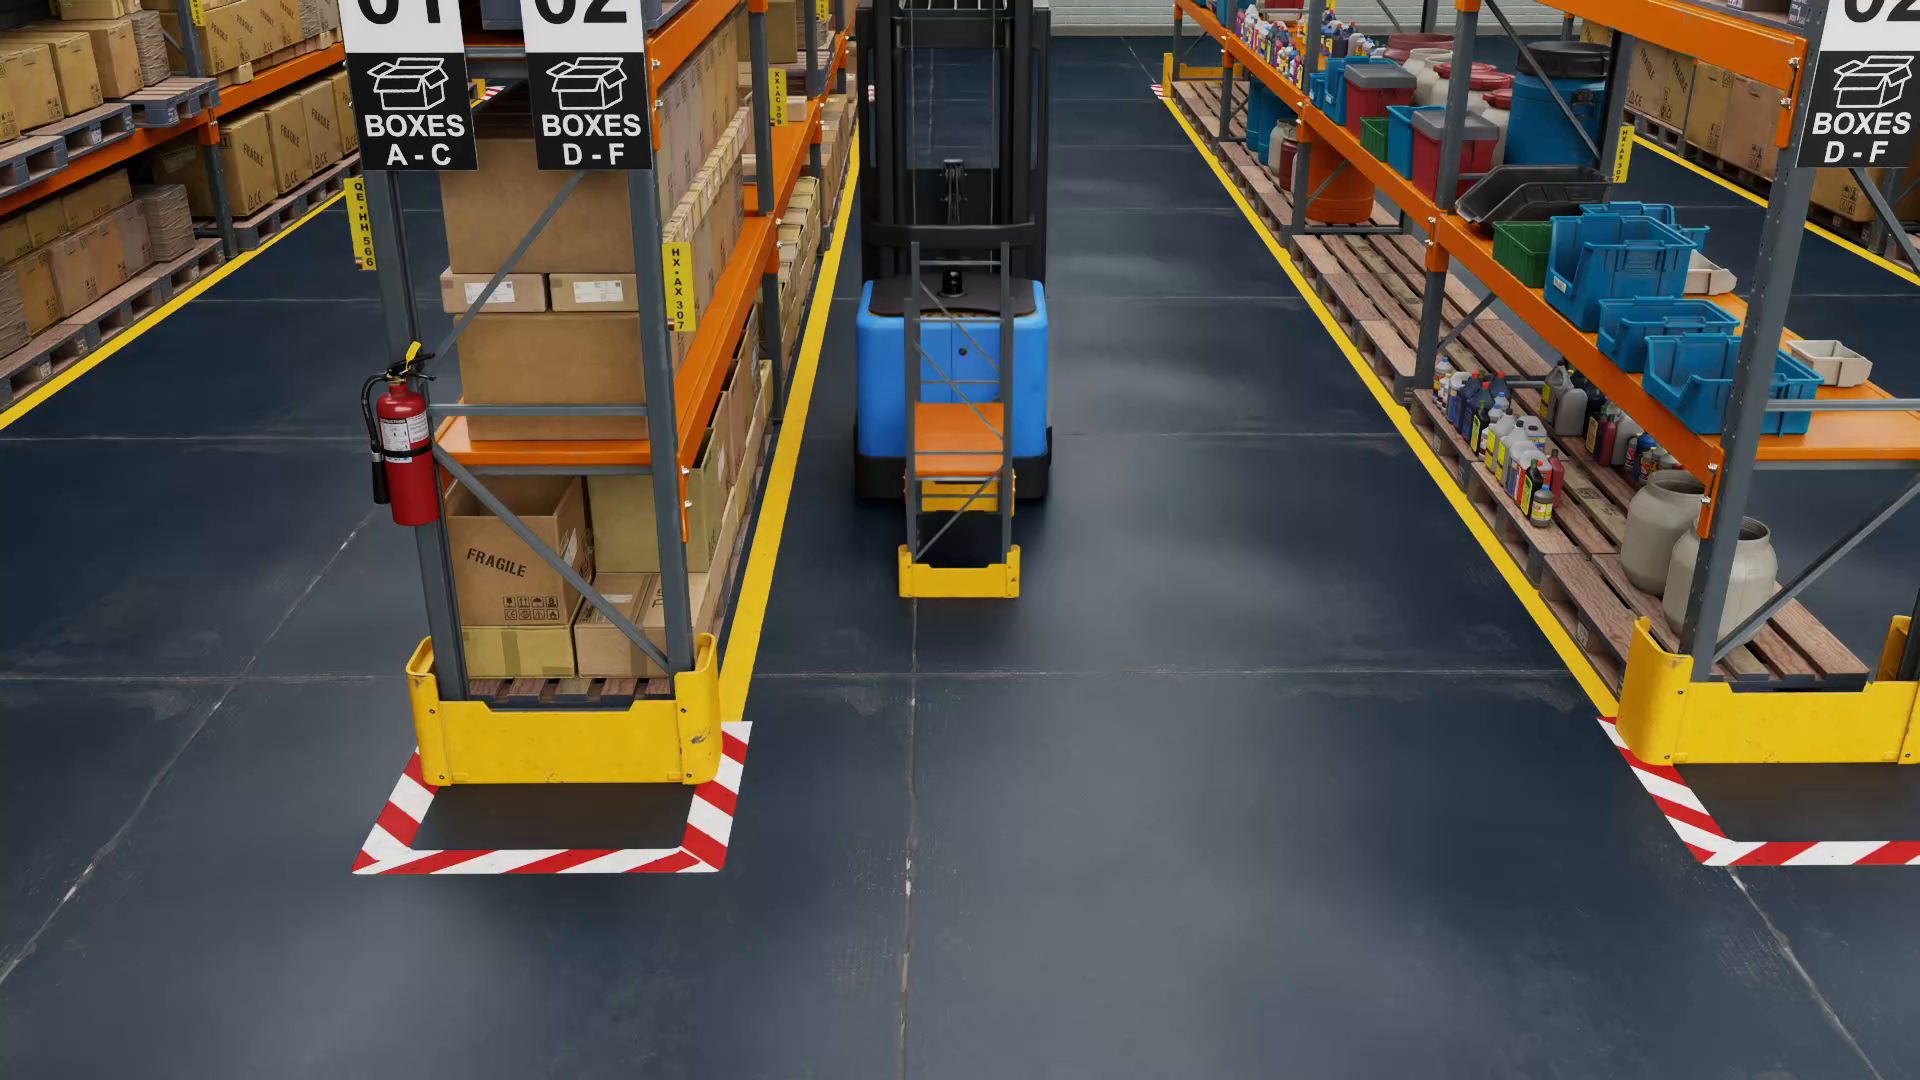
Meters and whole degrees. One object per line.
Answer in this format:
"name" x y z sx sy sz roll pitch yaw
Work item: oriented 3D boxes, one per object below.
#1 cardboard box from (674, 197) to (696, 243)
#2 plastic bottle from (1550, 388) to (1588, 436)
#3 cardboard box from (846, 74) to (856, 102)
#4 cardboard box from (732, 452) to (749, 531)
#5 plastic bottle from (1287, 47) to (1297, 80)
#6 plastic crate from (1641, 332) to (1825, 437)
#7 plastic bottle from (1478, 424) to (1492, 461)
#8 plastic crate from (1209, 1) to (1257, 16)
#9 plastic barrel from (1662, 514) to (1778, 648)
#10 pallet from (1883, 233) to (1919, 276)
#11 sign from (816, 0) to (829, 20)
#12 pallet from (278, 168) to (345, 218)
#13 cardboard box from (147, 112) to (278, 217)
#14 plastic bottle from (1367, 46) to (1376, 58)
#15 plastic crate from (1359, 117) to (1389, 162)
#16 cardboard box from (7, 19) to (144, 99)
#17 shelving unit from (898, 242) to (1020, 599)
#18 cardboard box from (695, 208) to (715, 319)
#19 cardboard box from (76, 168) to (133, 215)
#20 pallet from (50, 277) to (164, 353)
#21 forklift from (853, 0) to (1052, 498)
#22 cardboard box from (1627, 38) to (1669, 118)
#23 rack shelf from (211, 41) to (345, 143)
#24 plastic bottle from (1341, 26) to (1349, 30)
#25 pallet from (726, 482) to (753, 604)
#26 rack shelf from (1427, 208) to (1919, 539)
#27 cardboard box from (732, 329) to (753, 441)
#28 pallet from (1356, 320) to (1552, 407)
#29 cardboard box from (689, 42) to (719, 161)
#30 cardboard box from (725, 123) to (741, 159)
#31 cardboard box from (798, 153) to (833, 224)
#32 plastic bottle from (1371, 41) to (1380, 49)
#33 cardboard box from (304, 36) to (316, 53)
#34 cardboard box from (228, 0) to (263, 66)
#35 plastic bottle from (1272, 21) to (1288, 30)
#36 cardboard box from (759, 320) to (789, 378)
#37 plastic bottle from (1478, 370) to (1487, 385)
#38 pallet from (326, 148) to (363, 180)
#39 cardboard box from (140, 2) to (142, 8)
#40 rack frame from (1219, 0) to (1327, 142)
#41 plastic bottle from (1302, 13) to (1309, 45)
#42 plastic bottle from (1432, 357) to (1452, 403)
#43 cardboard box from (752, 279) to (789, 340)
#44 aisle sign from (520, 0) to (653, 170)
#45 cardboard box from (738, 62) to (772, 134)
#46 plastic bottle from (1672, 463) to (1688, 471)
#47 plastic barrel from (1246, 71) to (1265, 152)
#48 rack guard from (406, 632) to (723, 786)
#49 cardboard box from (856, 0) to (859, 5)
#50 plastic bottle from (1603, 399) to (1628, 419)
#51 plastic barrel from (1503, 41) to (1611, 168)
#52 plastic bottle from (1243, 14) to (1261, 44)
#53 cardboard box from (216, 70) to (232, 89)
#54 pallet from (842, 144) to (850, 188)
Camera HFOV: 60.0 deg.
"cardboard box" -1.366 -1.405 7.308 0.380 0.149 0.250 -1 24 -2
"plastic bottle" 3.495 -0.750 9.540 0.152 0.276 0.135 0 24 -1
"cardboard box" -1.506 -5.402 19.857 0.500 0.250 0.500 0 24 -1
"cardboard box" -1.362 -0.255 8.500 0.500 0.250 0.500 0 24 -1
"plastic bottle" 2.883 -4.122 14.381 0.097 0.271 0.097 0 24 0
"plastic crate" 3.085 -0.634 6.692 0.499 0.251 0.616 0 24 -1
"plastic bottle" 2.921 -0.541 9.169 0.097 0.201 0.097 0 24 0
"plastic crate" 2.978 -5.803 18.203 0.437 0.125 0.590 0 24 -1
"plastic barrel" 3.306 0.175 7.233 0.421 0.512 0.421 0 24 0
"pallet" 8.262 -2.223 13.409 1.003 0.211 1.213 0 24 -1
"sign" -1.096 -4.304 13.221 0.100 0.325 0.005 0 24 -1
"pallet" -6.548 -3.305 15.801 1.003 0.211 1.213 0 24 -1
"cardboard box" -6.481 -3.264 14.426 0.750 0.750 0.750 -1 24 -1
"plastic bottle" 3.581 -4.153 14.448 0.097 0.271 0.097 0 24 0
"plastic crate" 3.045 -2.765 11.480 0.450 0.188 0.662 0 24 -1
"cardboard box" -6.556 -3.571 12.350 0.700 0.500 0.500 -3 24 -6
"shelving unit" -0.002 -0.621 8.302 0.587 1.500 1.083 0 24 0
"cardboard box" -1.576 -1.352 7.978 0.700 0.500 0.500 0 24 1
"cardboard box" -6.601 -2.620 12.493 0.500 0.250 0.500 0 24 0
"pallet" -6.587 -1.655 12.152 1.003 0.211 1.213 0 24 -1
"forklift" -0.036 -2.121 9.882 1.130 2.935 3.031 0 24 0
"cardboard box" 8.274 -5.330 18.964 0.875 0.875 0.875 0 24 -1
"rack shelf" -6.626 -4.245 15.369 1.077 0.370 4.000 0 24 -1
"plastic bottle" 3.600 -4.715 15.685 0.152 0.276 0.135 0 24 -1
"pallet" -1.624 -0.022 8.542 1.003 0.211 1.213 0 24 -1
"rack shelf" 3.368 -0.993 8.179 1.077 0.370 4.000 0 24 -1
"cardboard box" -1.381 -0.802 8.801 0.500 0.500 0.500 0 24 -1
"pallet" 3.298 -1.198 11.142 1.003 0.211 1.213 0 24 -1
"cardboard box" -1.585 -2.163 8.198 0.700 0.500 0.500 0 24 -1
"cardboard box" -1.384 -2.144 8.943 0.380 0.149 0.250 -1 24 -2
"cardboard box" -1.370 -3.023 14.293 0.500 0.500 0.500 1 24 2
"plastic bottle" 3.657 -4.261 14.673 0.061 0.283 0.133 0 24 -1
"cardboard box" -6.379 -4.733 15.856 0.380 0.149 0.250 0 24 -1
"cardboard box" -6.350 -4.356 14.235 0.500 0.500 0.500 1 24 1
"plastic bottle" 3.045 -4.812 15.899 0.152 0.276 0.135 0 24 -1
"cardboard box" -1.364 -1.230 10.657 0.500 0.250 0.500 -1 24 -2
"plastic bottle" 3.048 -0.842 9.734 0.061 0.283 0.133 0 24 -1
"pallet" -6.564 -3.809 16.915 1.003 0.211 1.213 0 24 -1
"cardboard box" -6.869 -4.466 13.568 0.500 0.250 0.500 0 24 1
"rack frame" 3.258 -5.441 17.141 1.000 3.000 0.127 0 24 -1
"plastic bottle" 3.452 -5.041 16.316 0.144 0.351 0.185 0 24 -1
"plastic bottle" 2.911 -0.969 10.029 0.097 0.271 0.097 0 24 0
"cardboard box" -1.363 -1.490 10.550 0.500 0.311 0.500 0 24 0
"aisle sign" -1.257 -1.635 5.570 0.394 0.787 0.004 0 24 -1
"cardboard box" -1.616 -3.127 11.902 0.500 0.500 0.500 -2 24 -3
"plastic bottle" 3.697 -0.301 8.539 0.061 0.283 0.133 0 24 0
"plastic barrel" 3.247 -4.452 16.991 0.600 0.901 0.708 0 24 -1
"rack guard" -1.563 0.673 6.656 1.175 0.500 0.348 0 24 -1
"cardboard box" -1.452 -6.512 19.387 0.500 0.500 0.500 0 24 0
"plastic bottle" 3.647 -0.662 9.255 0.144 0.351 0.185 0 24 -1
"plastic barrel" 3.644 -2.534 10.104 0.600 0.901 0.708 0 24 -1
"plastic bottle" 2.887 -5.042 16.408 0.152 0.276 0.135 0 24 -1
"cardboard box" -6.370 -3.884 13.978 0.380 0.149 0.250 0 24 0
"pallet" -1.648 -3.815 16.929 1.003 0.211 1.213 0 24 -1
